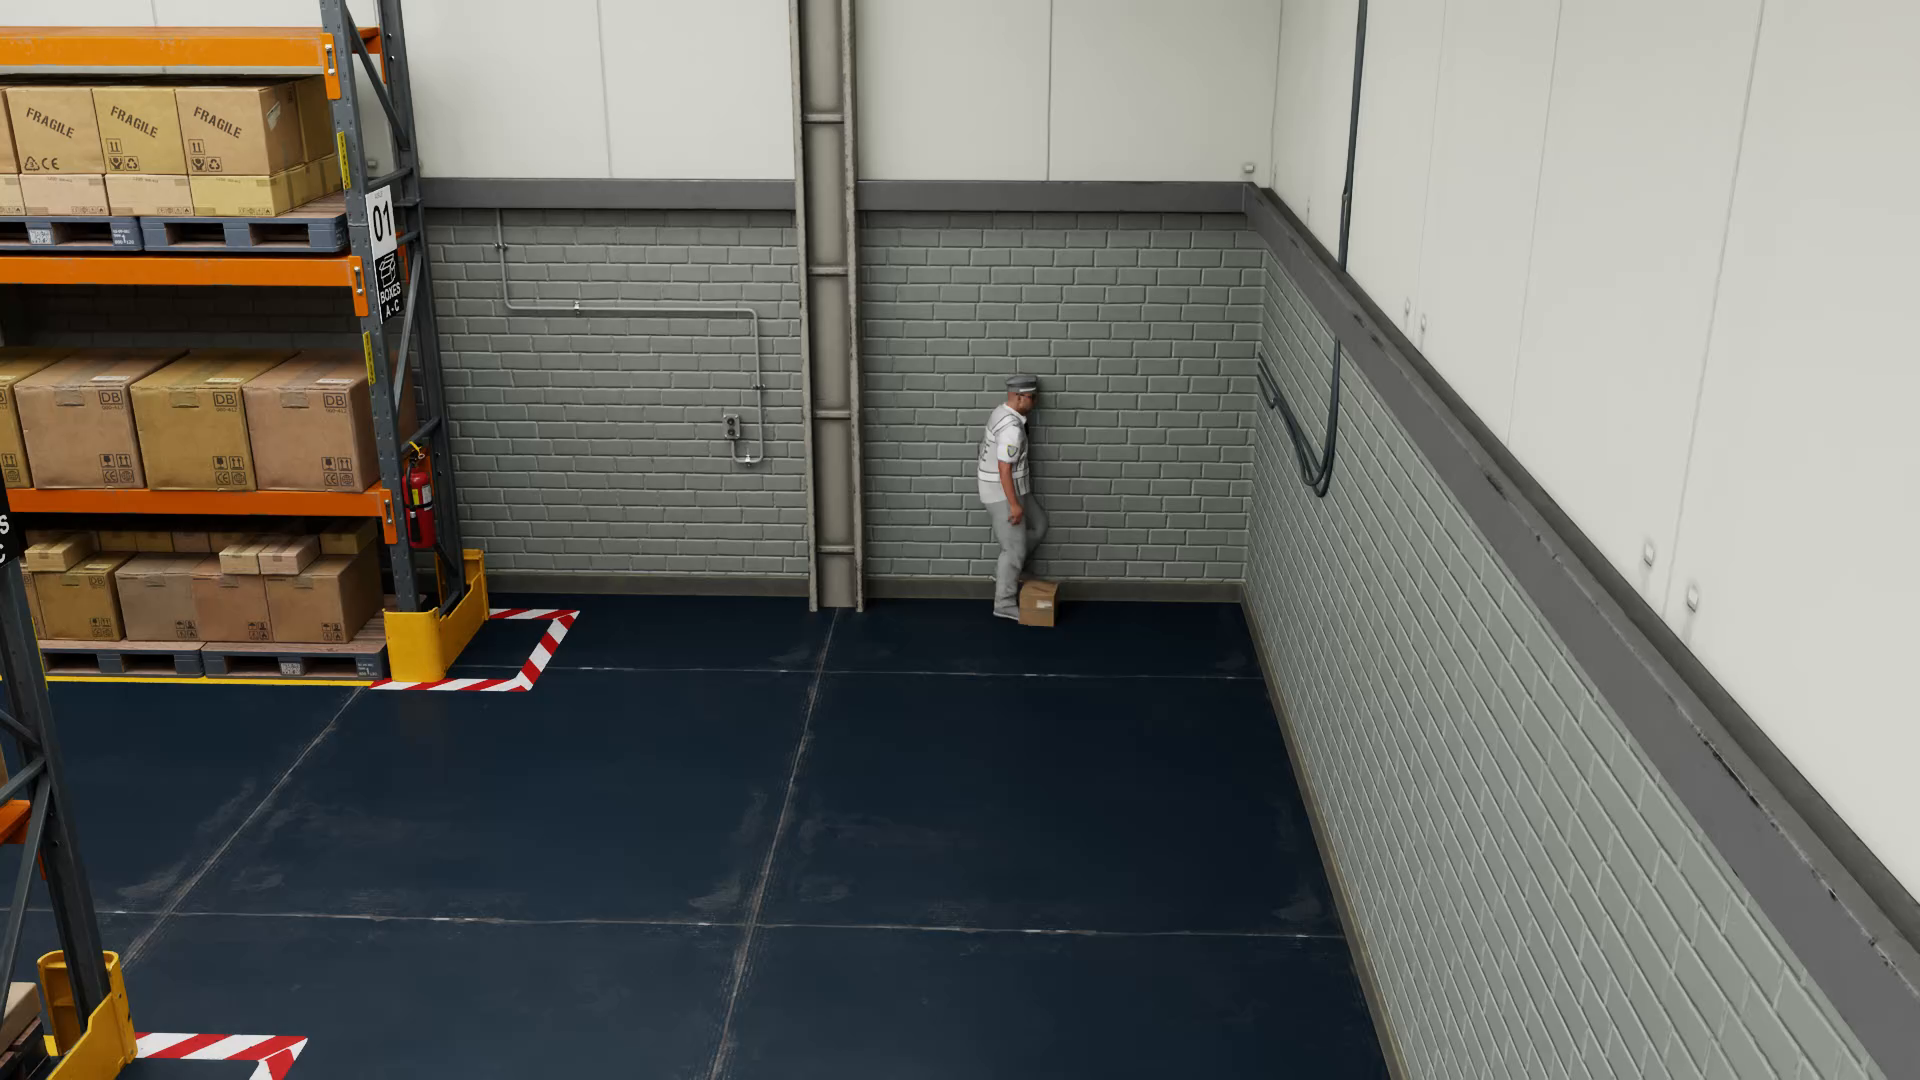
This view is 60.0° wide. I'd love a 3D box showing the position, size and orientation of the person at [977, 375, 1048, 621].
[{"bbox_3d":[0.387,-0.327,11.940,0.524,1.746,0.589,0,21,-1],"label":"person"}]
